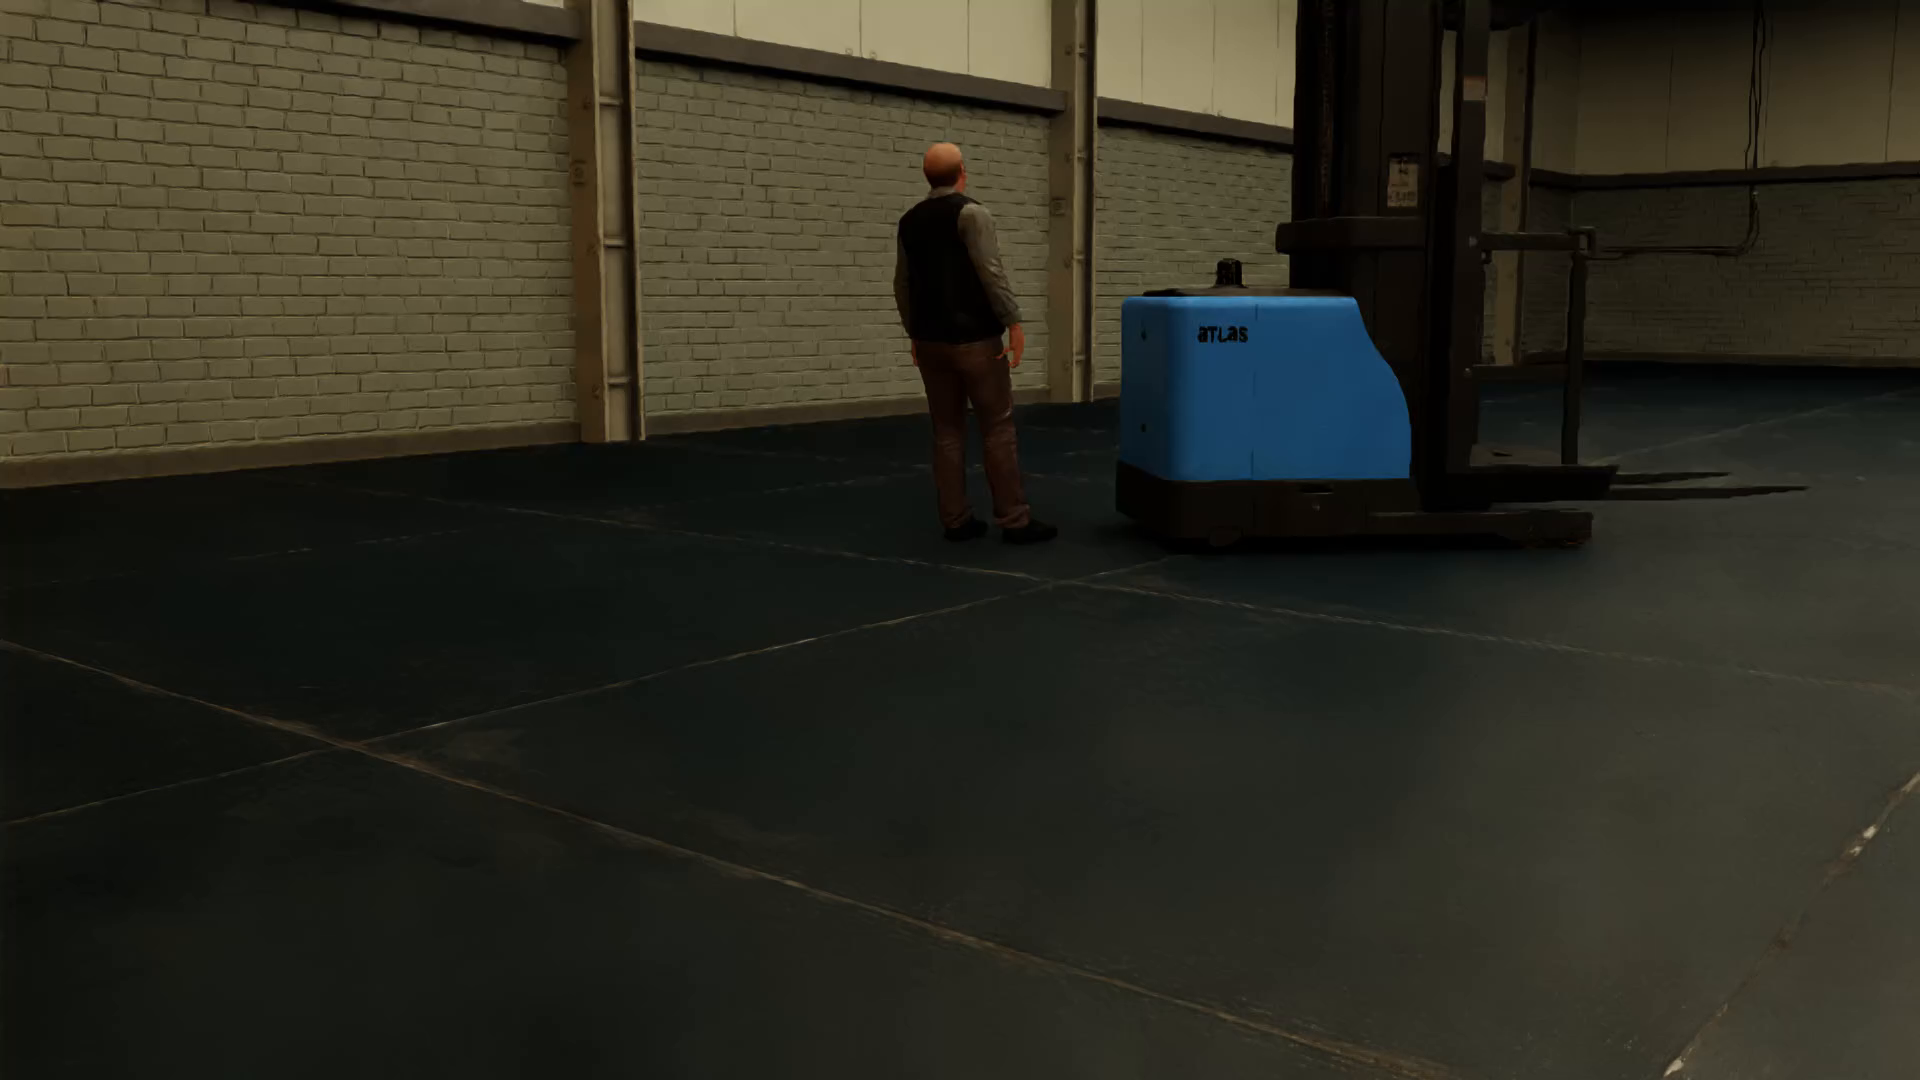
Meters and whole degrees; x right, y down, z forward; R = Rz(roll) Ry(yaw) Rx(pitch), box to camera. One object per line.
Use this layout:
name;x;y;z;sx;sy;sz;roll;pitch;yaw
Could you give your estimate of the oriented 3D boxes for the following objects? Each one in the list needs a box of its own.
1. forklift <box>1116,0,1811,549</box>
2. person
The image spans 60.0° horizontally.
forklift;2.297;-1.489;7.455;3.031;2.935;1.130;-1;8;-7
person;0.045;-0.865;7.322;0.632;1.720;0.567;7;11;38
